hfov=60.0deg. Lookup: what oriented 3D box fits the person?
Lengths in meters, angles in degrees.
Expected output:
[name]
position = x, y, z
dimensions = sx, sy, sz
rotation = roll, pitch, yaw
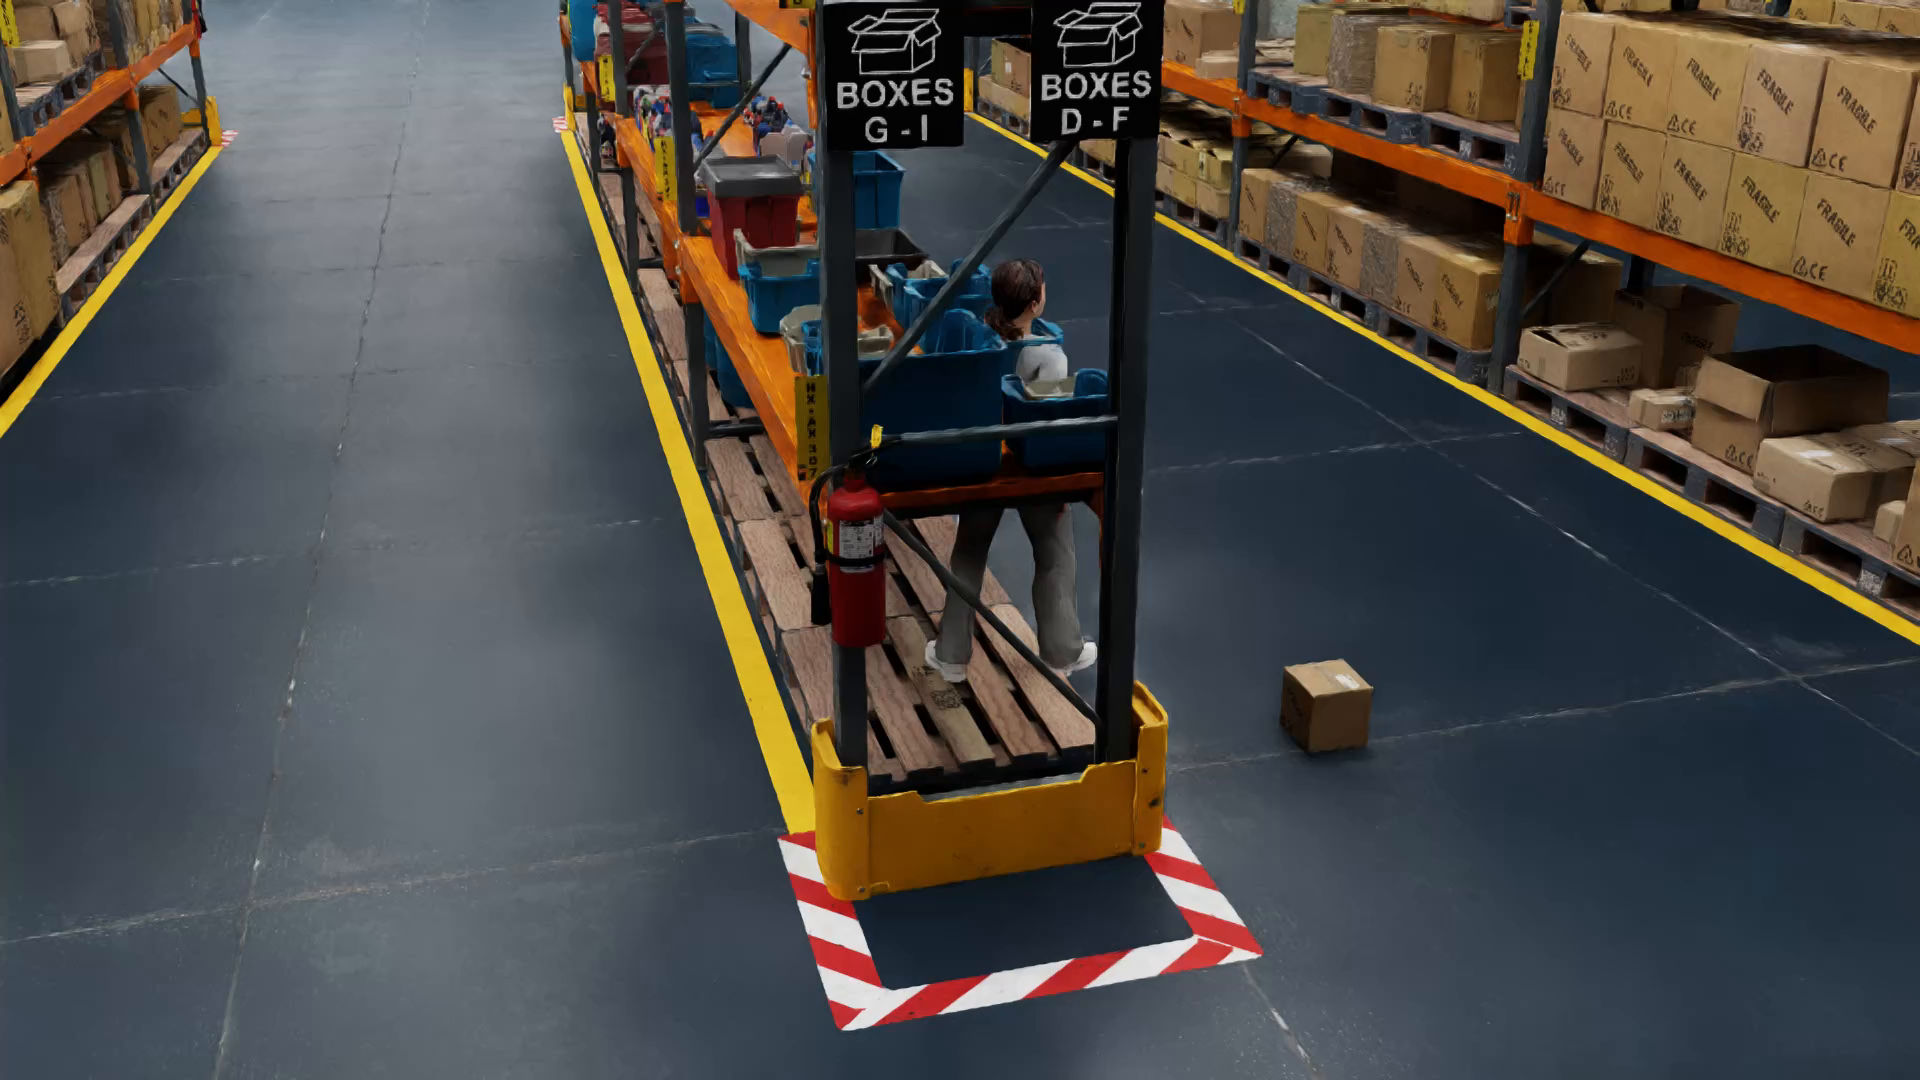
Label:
[person]
position = 0.175, -0.249, 6.269
dimensions = 0.617, 1.665, 0.560
rotation = 10, 25, 23
